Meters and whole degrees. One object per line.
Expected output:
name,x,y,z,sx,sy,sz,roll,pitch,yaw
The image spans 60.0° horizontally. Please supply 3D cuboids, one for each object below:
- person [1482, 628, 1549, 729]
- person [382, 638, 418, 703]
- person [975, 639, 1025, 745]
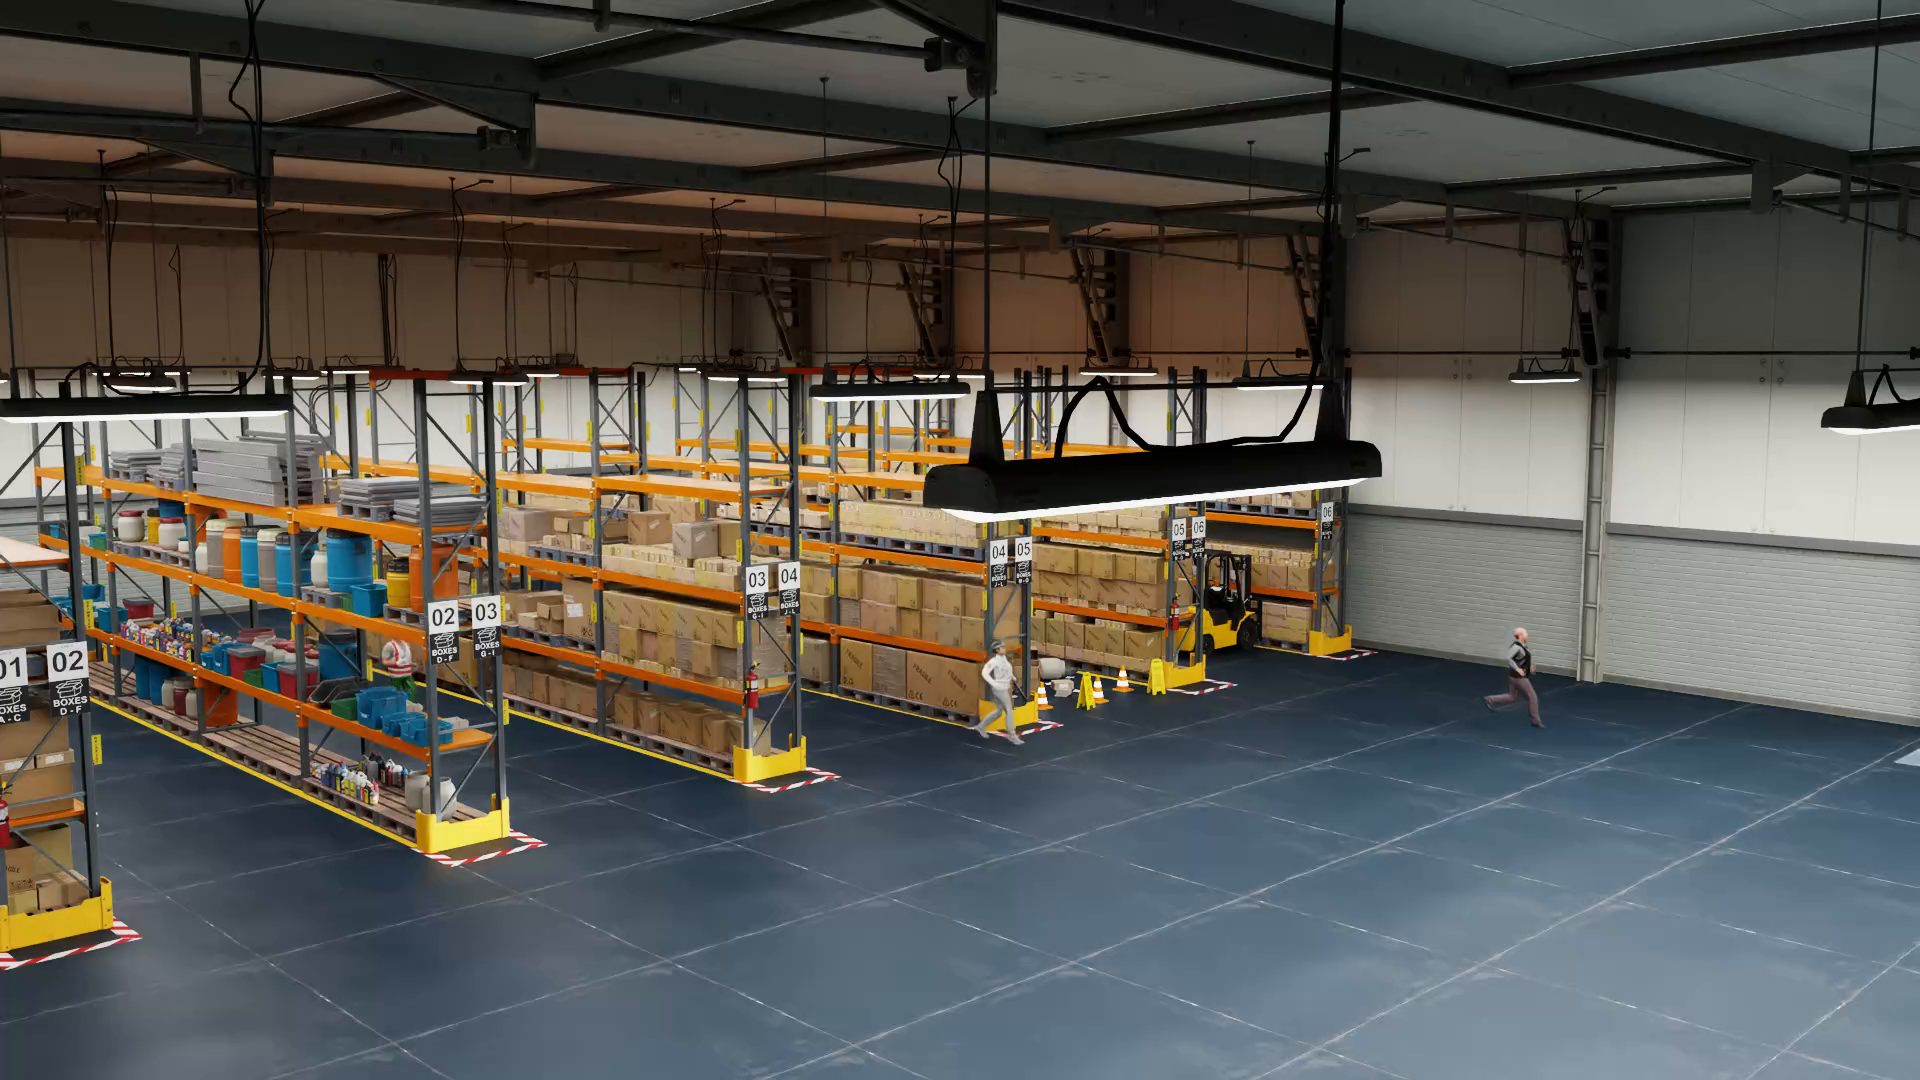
person,9.429,2.330,28.166,1.084,1.718,0.631,2,7,14
person,-9.384,2.282,27.859,0.998,1.765,0.668,5,8,35
person,0.661,2.457,27.028,0.849,1.717,0.638,2,7,14
